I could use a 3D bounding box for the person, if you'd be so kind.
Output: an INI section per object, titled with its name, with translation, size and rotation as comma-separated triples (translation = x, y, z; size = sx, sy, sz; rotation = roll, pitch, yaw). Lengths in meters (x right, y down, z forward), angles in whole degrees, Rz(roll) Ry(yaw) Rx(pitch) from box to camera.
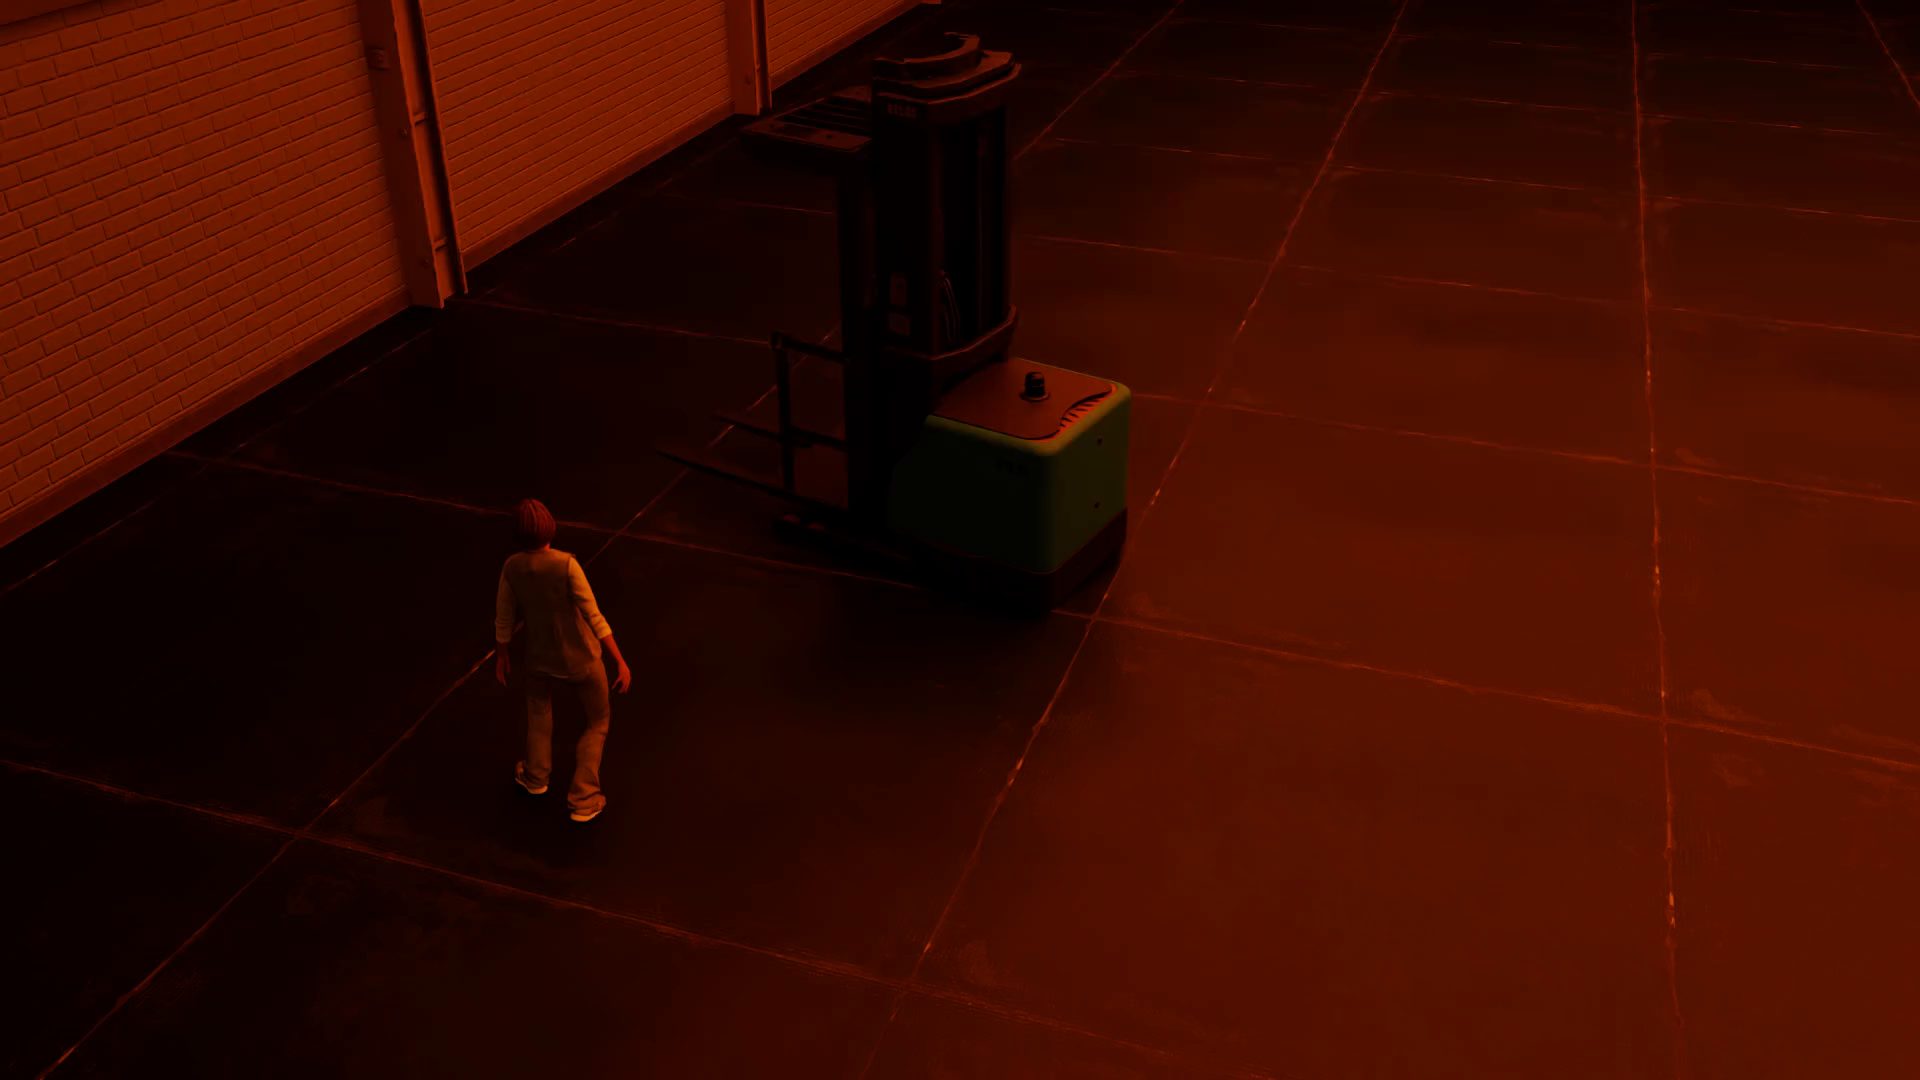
[person]
translation = -1.835, 0.577, 7.584
size = 0.745, 1.564, 0.427
rotation = 9, 31, 16

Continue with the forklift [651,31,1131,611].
[forklift]
translation = -0.531, -1.413, 9.615
size = 3.031, 2.935, 1.130
rotation = 17, 34, 27
